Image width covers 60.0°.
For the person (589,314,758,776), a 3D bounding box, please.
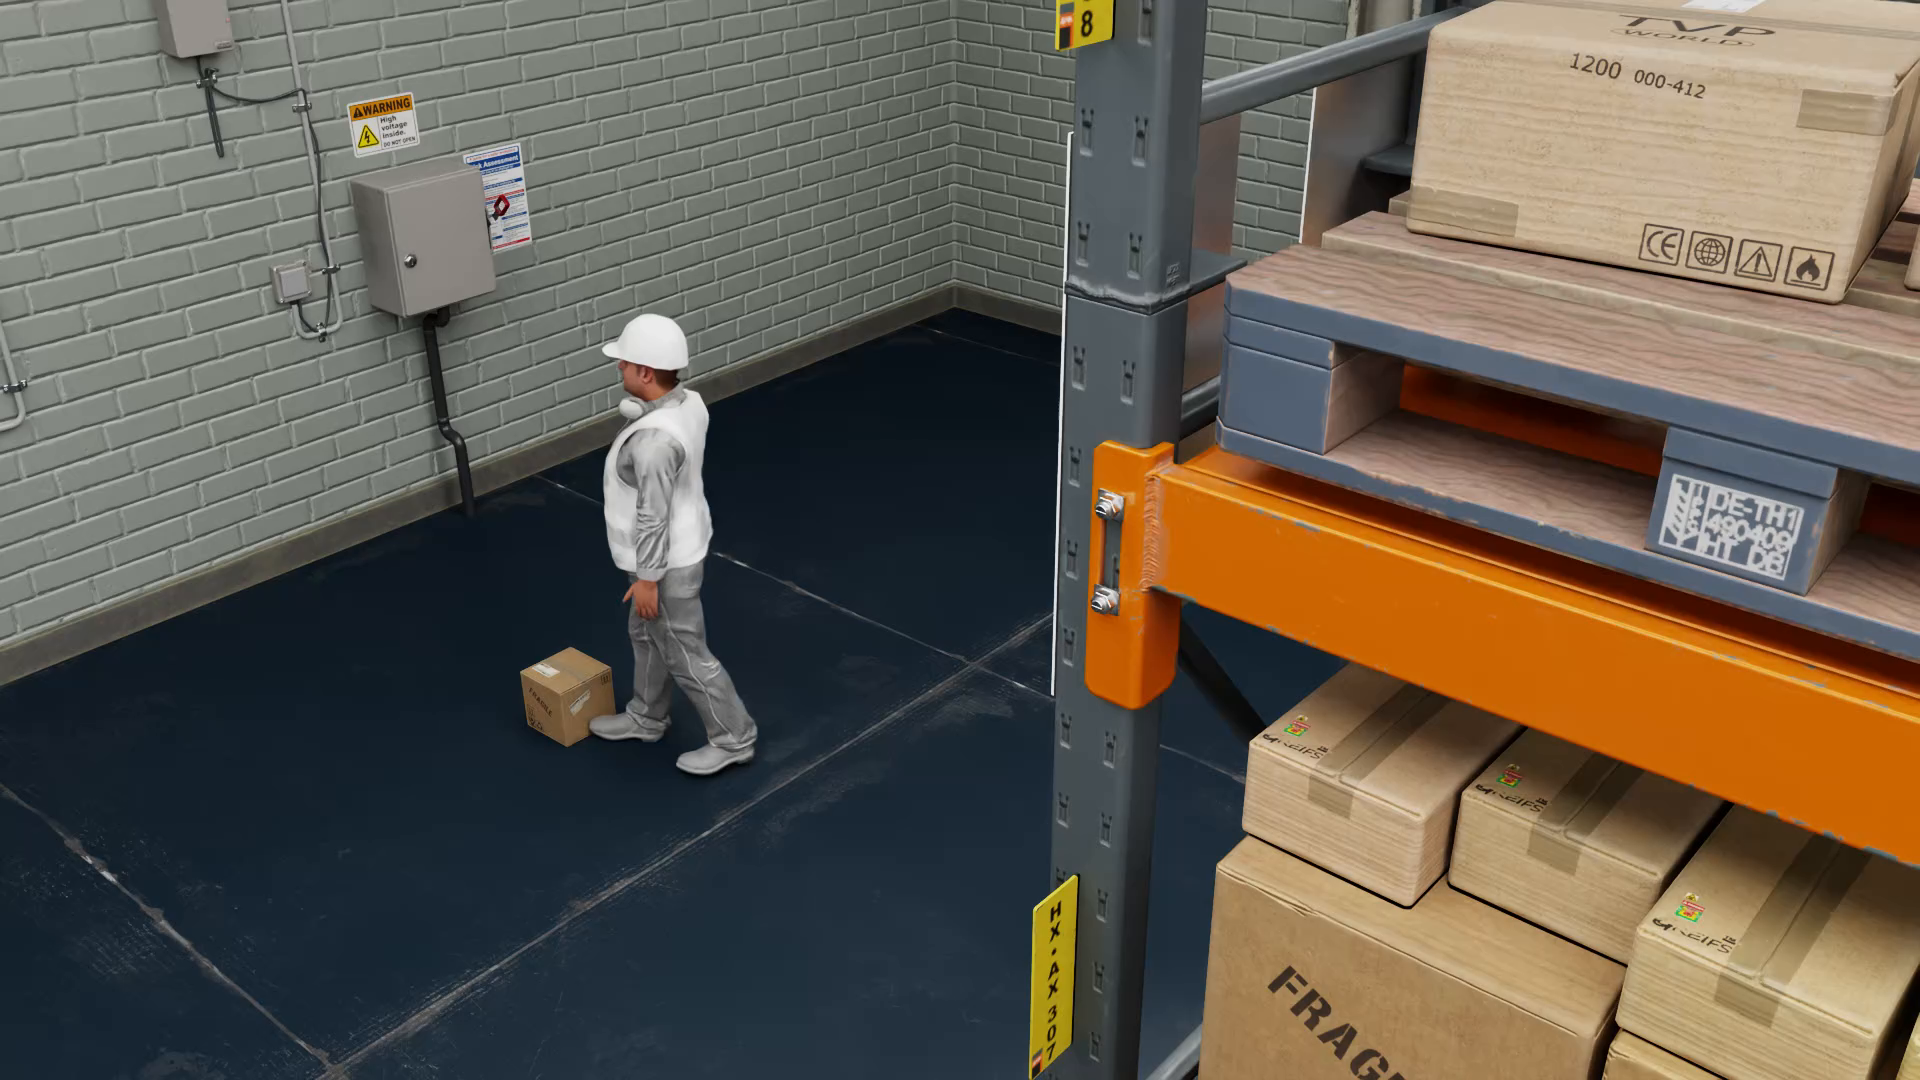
[{"bbox_3d":[-1.111,0.039,6.002,0.689,1.769,0.532,0,27,1],"label":"person"}]
